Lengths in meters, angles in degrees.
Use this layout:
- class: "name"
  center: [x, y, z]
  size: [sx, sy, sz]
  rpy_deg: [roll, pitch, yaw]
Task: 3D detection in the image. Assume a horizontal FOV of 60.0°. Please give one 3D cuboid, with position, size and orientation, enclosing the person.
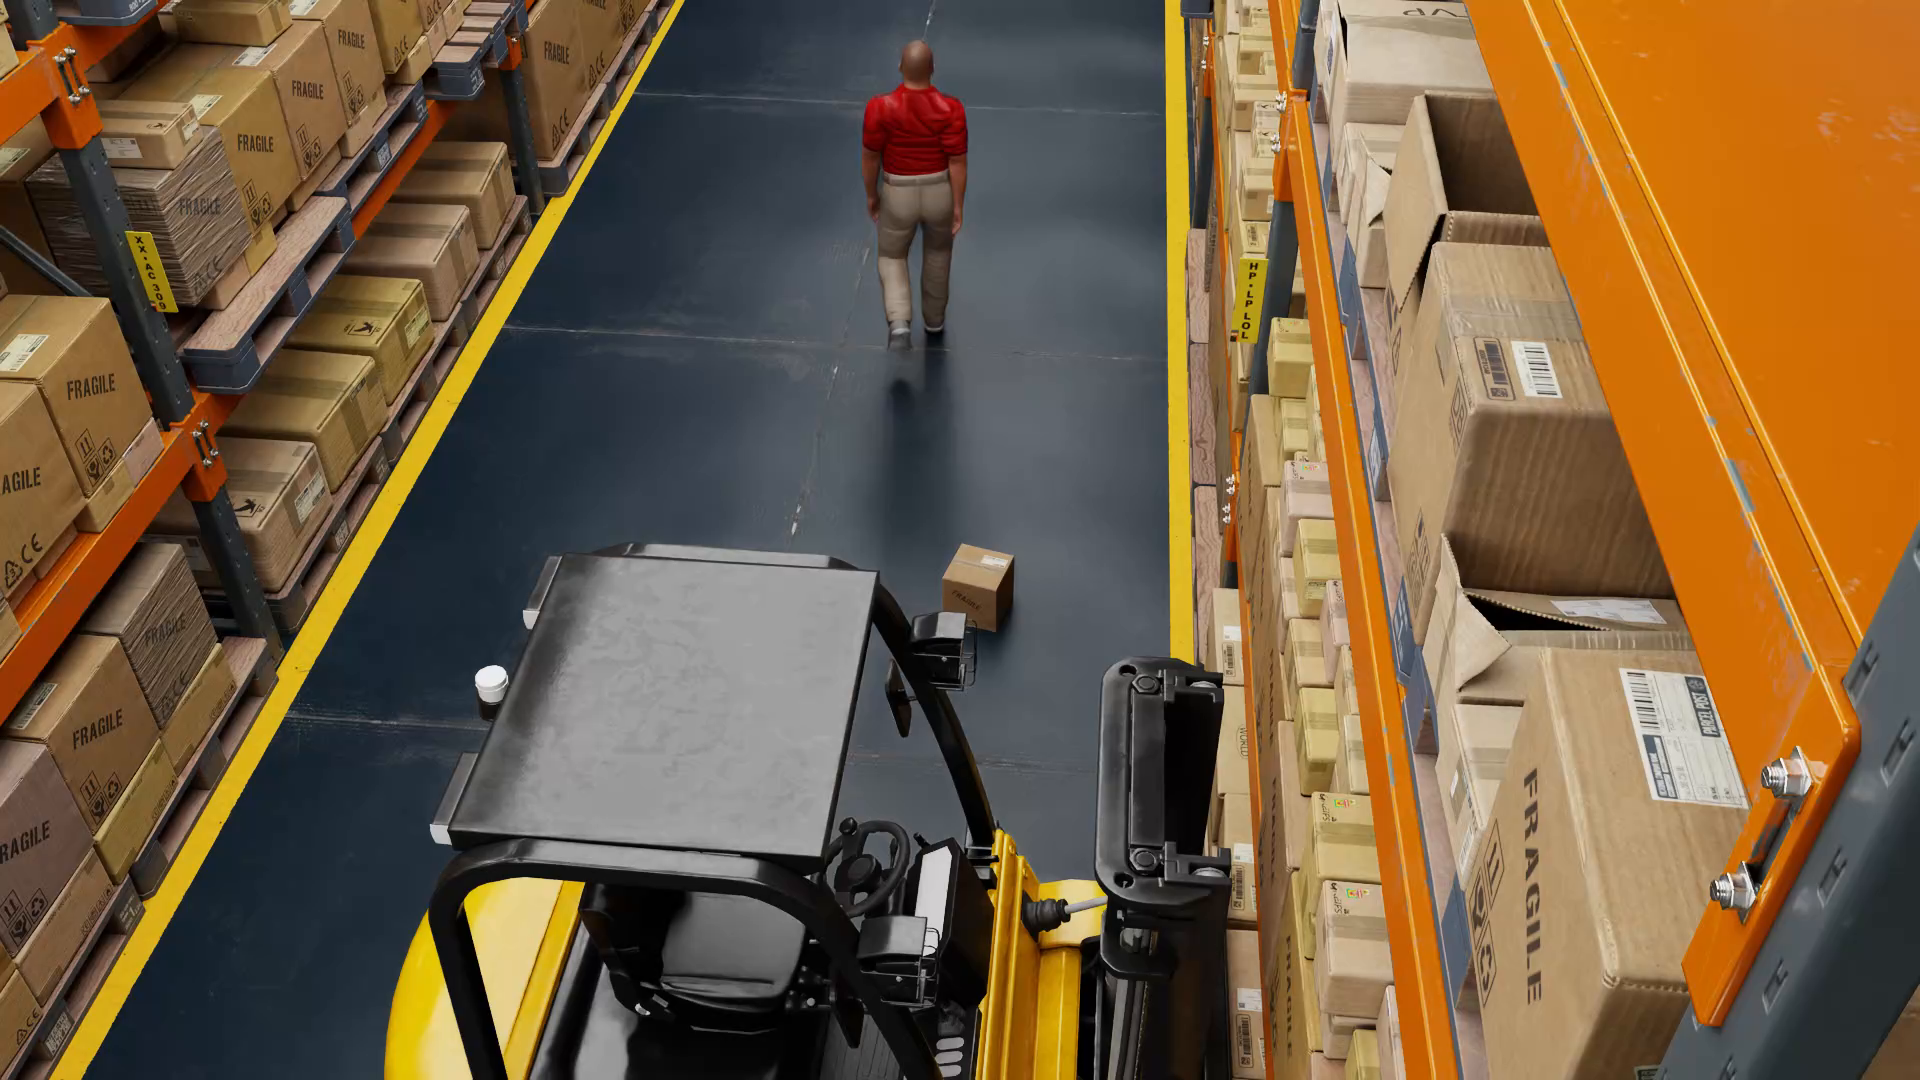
- class: "person"
  center: [-0.229, -1.749, 8.544]
  size: [0.535, 1.699, 0.757]
  rpy_deg: [-1, 40, -2]
